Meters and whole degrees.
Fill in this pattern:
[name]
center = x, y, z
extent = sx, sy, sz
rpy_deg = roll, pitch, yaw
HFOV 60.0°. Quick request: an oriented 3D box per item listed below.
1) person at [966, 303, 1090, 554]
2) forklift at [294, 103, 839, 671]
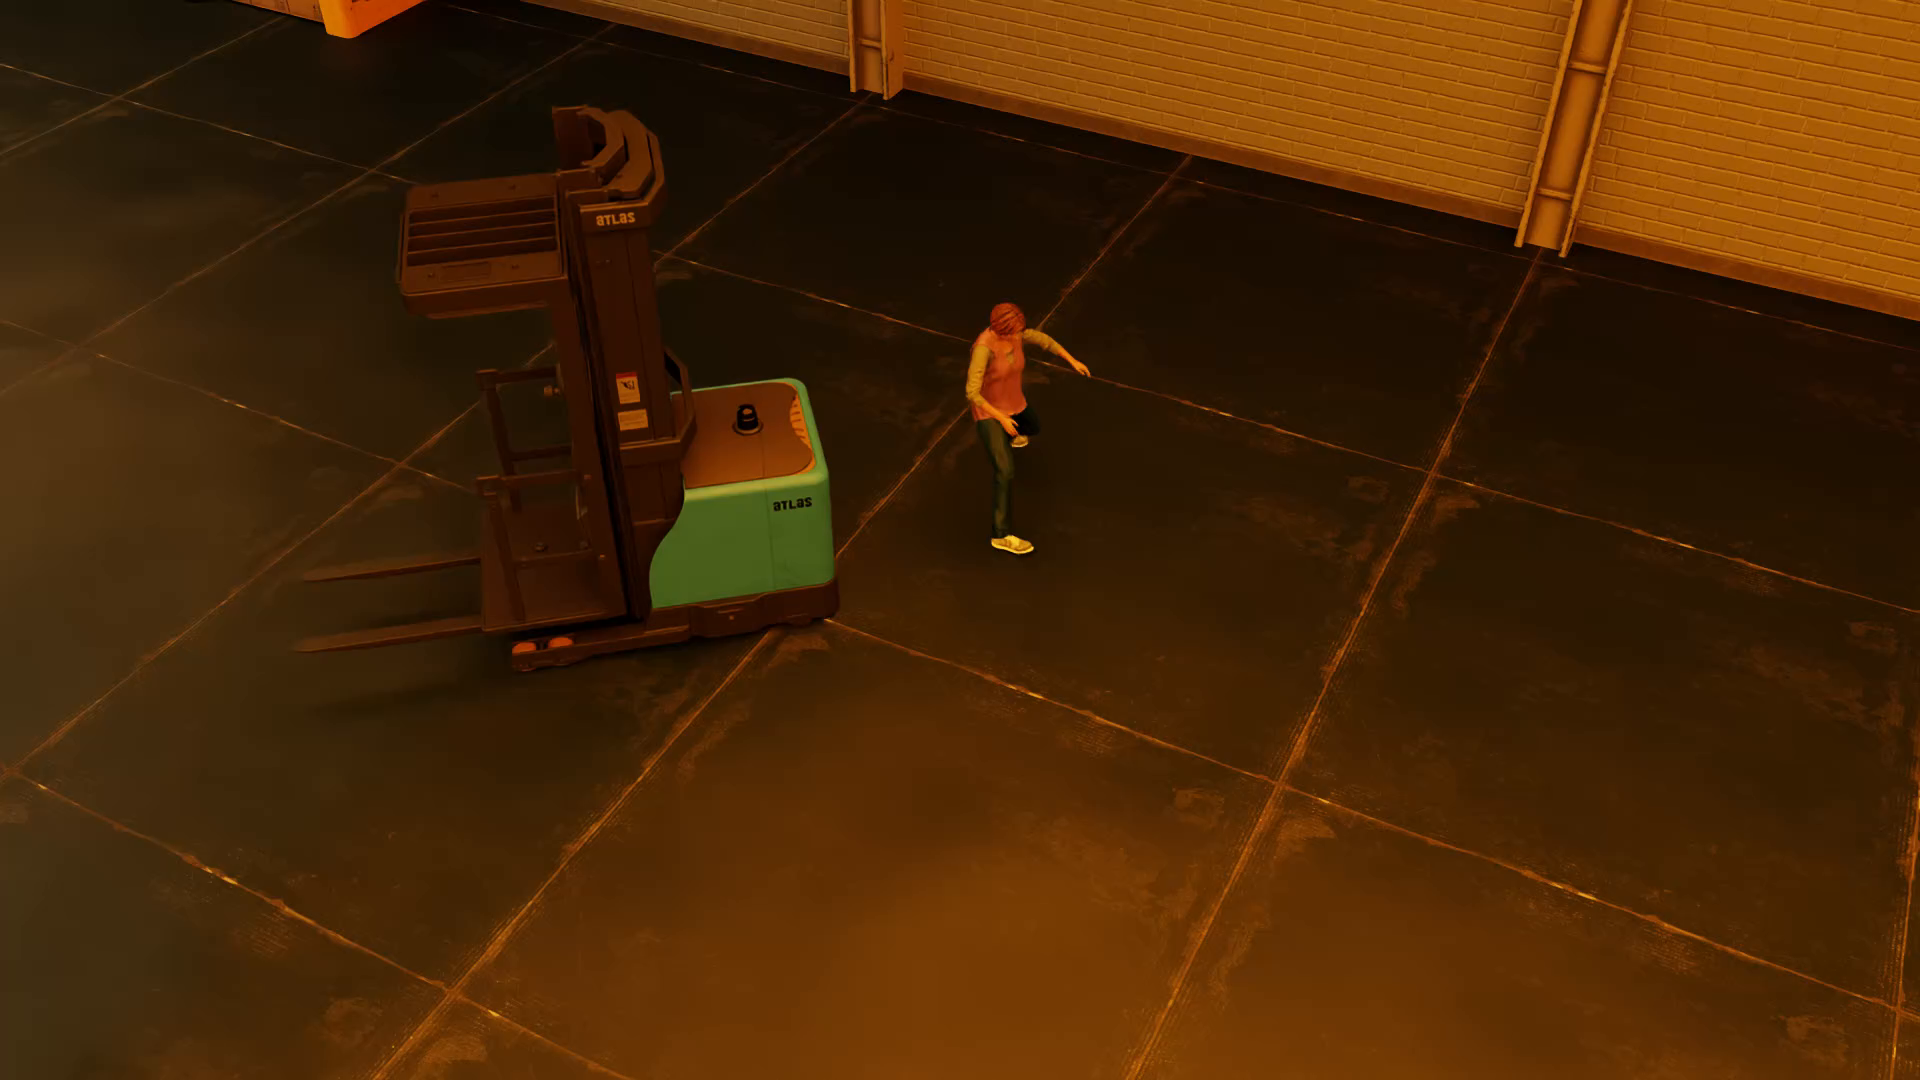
[person]
center = 0.356, -0.822, 10.150
extent = 0.892, 1.429, 1.010
rpy_deg = 28, 48, 29
[forklift]
center = -2.276, -0.756, 8.884
extent = 3.031, 2.935, 1.130
rpy_deg = -8, 41, -10
